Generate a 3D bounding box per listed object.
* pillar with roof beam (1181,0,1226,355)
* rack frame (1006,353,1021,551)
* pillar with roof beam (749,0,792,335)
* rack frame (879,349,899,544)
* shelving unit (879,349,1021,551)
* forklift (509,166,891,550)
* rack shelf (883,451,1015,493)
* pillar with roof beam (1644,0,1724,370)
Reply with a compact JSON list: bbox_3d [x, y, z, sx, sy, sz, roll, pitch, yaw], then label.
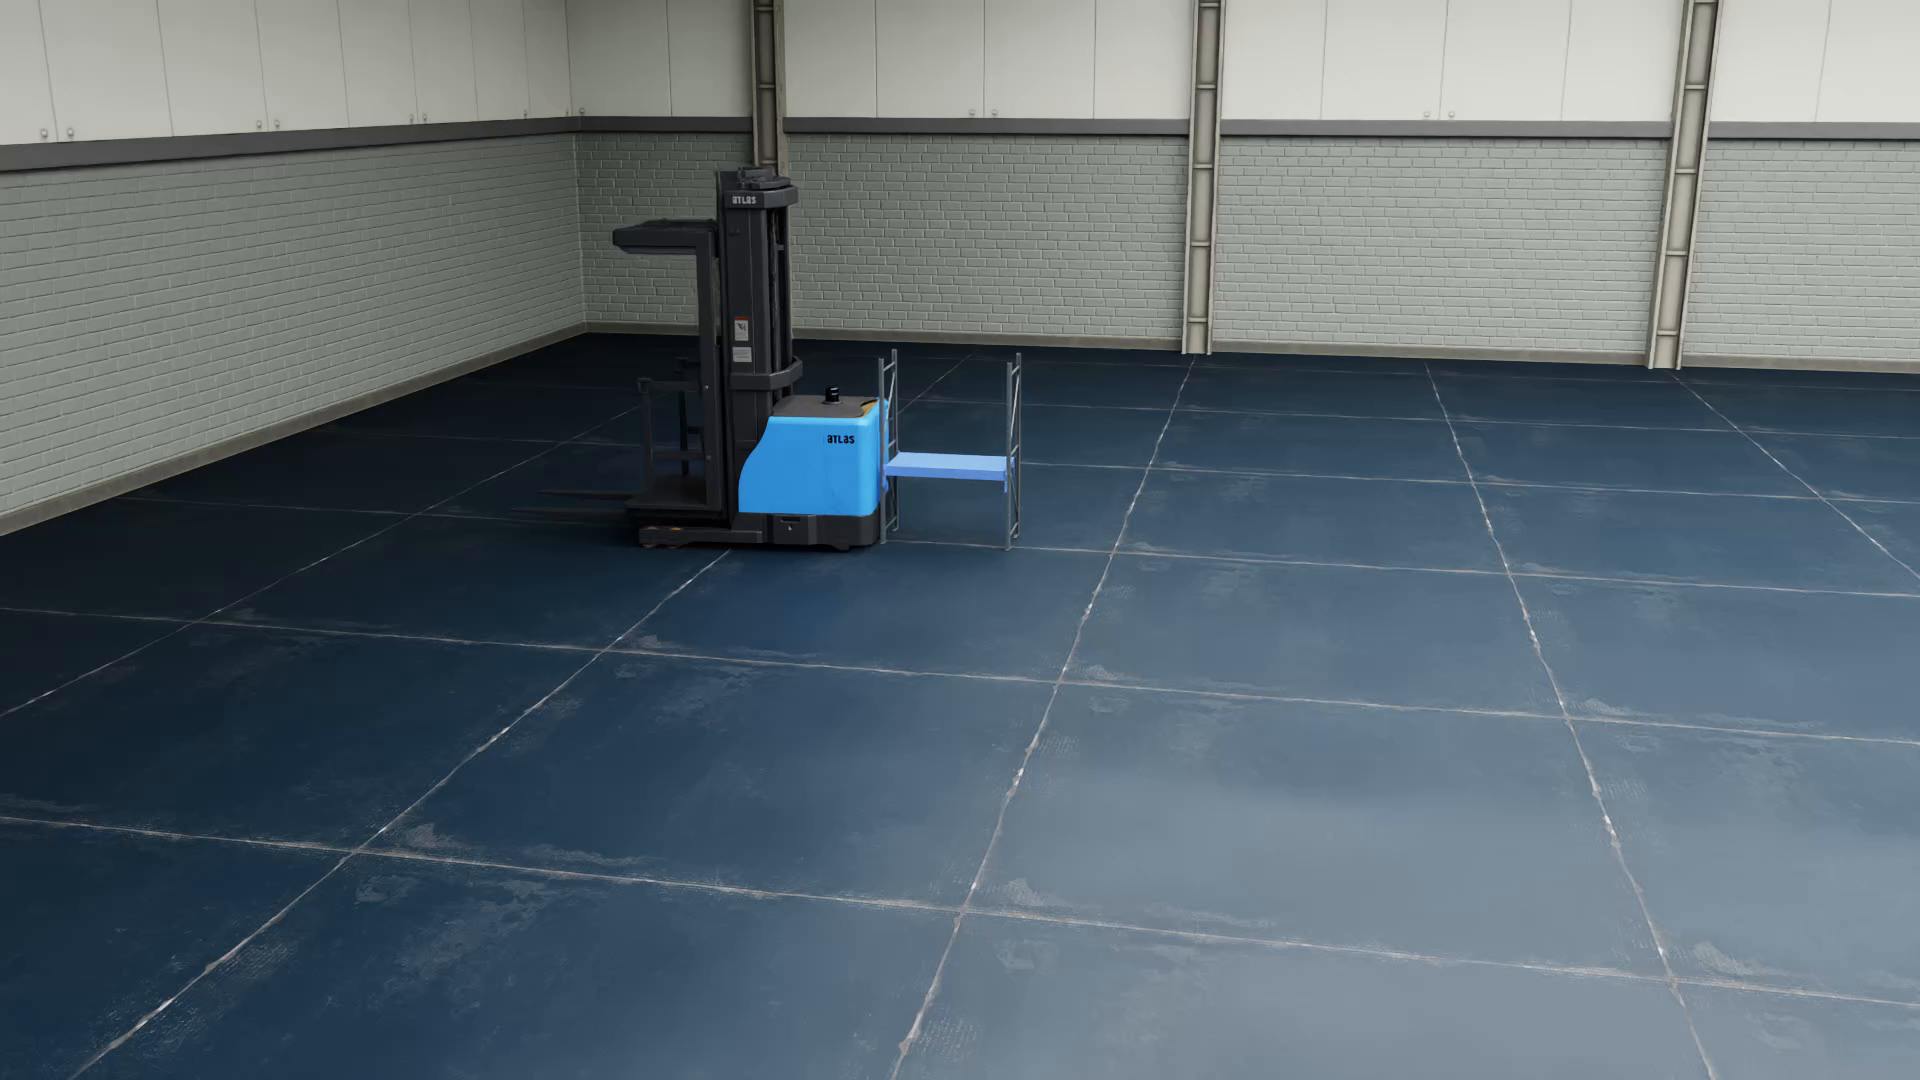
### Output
[{"bbox_3d":[2.382,-5.776,17.486,0.400,9.000,9.100,3,16,11],"label":"pillar with roof beam"},{"bbox_3d":[0.424,-0.701,13.215,0.032,1.500,0.500,3,16,11],"label":"rack frame"},{"bbox_3d":[-3.498,-6.095,18.638,0.400,9.000,9.100,3,16,11],"label":"pillar with roof beam"},{"bbox_3d":[-0.574,-0.753,13.401,0.032,1.500,0.500,3,16,11],"label":"rack frame"},{"bbox_3d":[-0.075,-0.727,13.308,1.048,1.500,0.538,3,16,11],"label":"shelving unit"},{"bbox_3d":[-2.131,-1.483,13.355,3.031,2.935,1.130,2,16,7],"label":"forklift"},{"bbox_3d":[-0.075,-0.554,13.356,1.000,0.185,0.538,3,16,11],"label":"rack shelf"},{"bbox_3d":[8.262,-5.457,16.334,0.400,9.000,9.100,3,16,11],"label":"pillar with roof beam"}]
